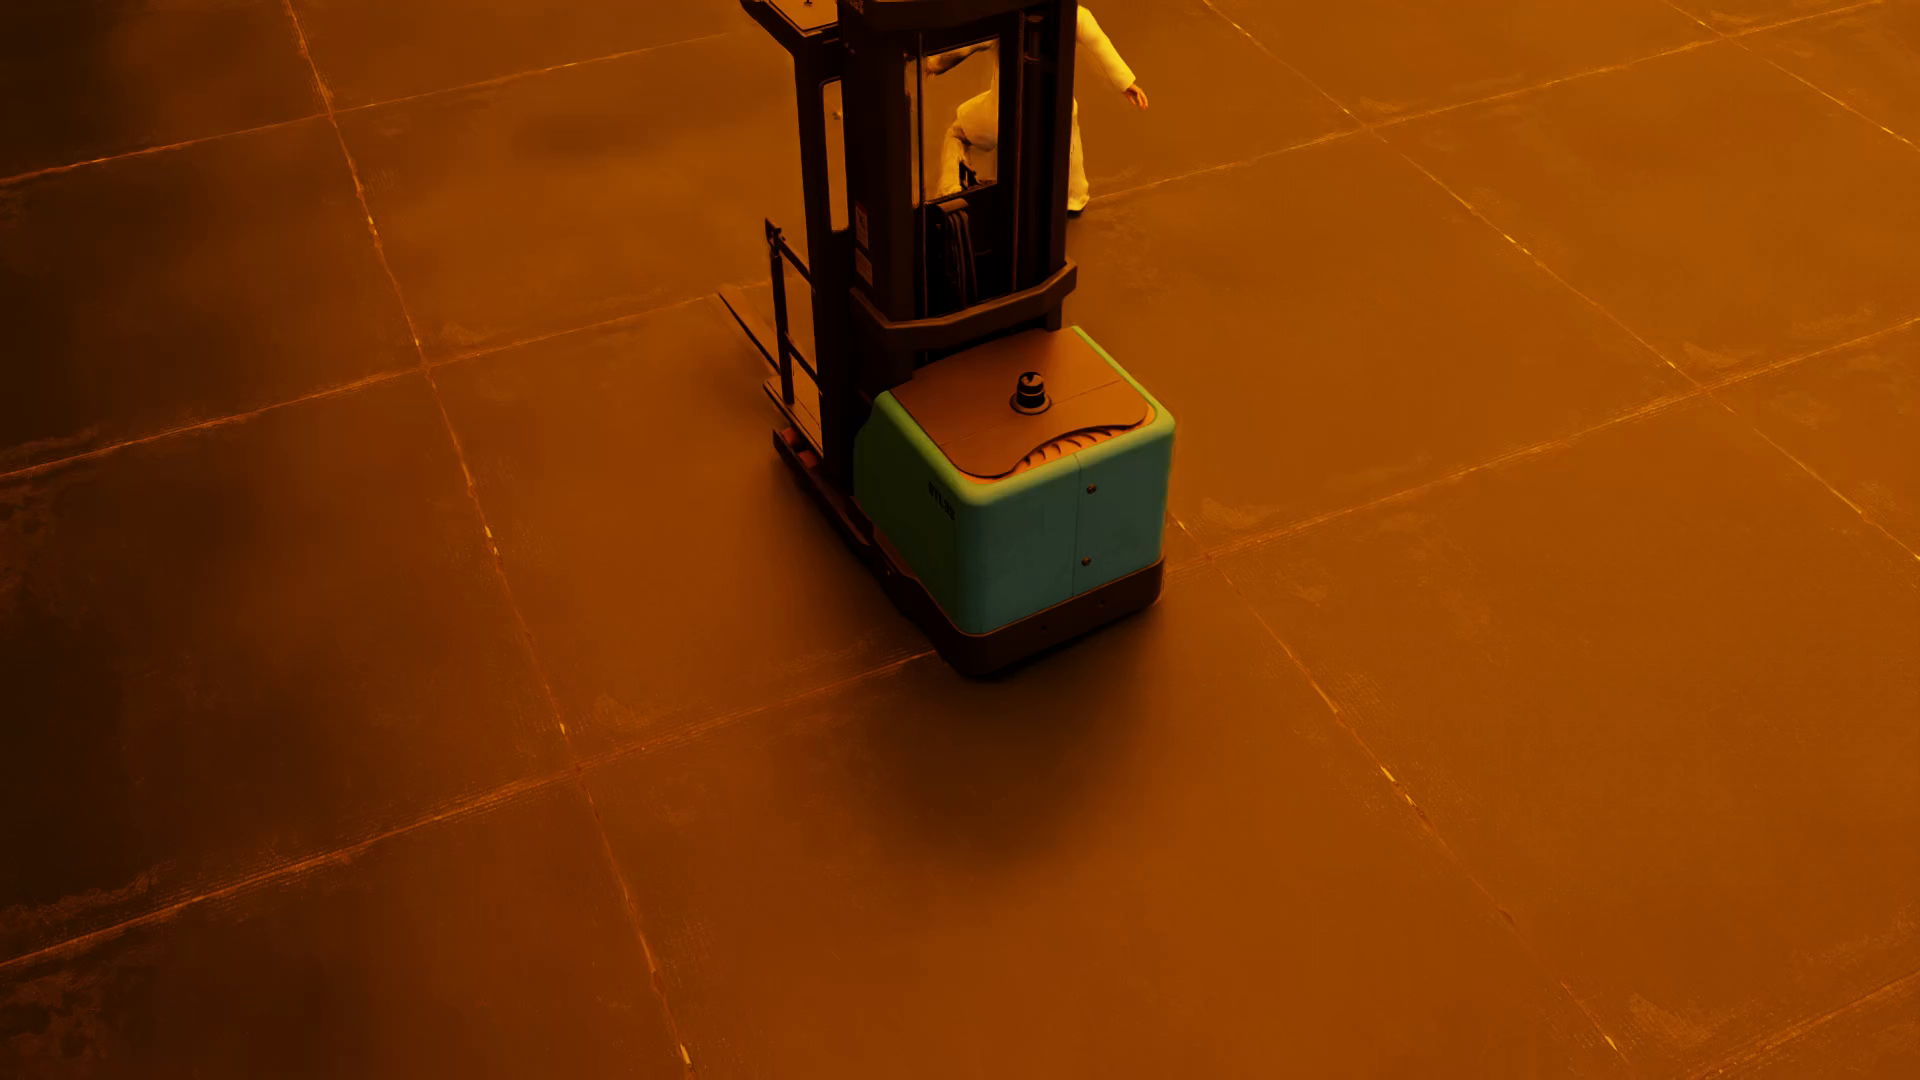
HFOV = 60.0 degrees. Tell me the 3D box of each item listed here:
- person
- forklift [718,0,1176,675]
[{"bbox_3d":[0.421,-2.461,9.345,1.223,1.684,0.571,-8,44,-8],"label":"person"},{"bbox_3d":[-0.264,-1.489,7.275,1.130,2.935,3.031,-21,47,-21],"label":"forklift"}]
